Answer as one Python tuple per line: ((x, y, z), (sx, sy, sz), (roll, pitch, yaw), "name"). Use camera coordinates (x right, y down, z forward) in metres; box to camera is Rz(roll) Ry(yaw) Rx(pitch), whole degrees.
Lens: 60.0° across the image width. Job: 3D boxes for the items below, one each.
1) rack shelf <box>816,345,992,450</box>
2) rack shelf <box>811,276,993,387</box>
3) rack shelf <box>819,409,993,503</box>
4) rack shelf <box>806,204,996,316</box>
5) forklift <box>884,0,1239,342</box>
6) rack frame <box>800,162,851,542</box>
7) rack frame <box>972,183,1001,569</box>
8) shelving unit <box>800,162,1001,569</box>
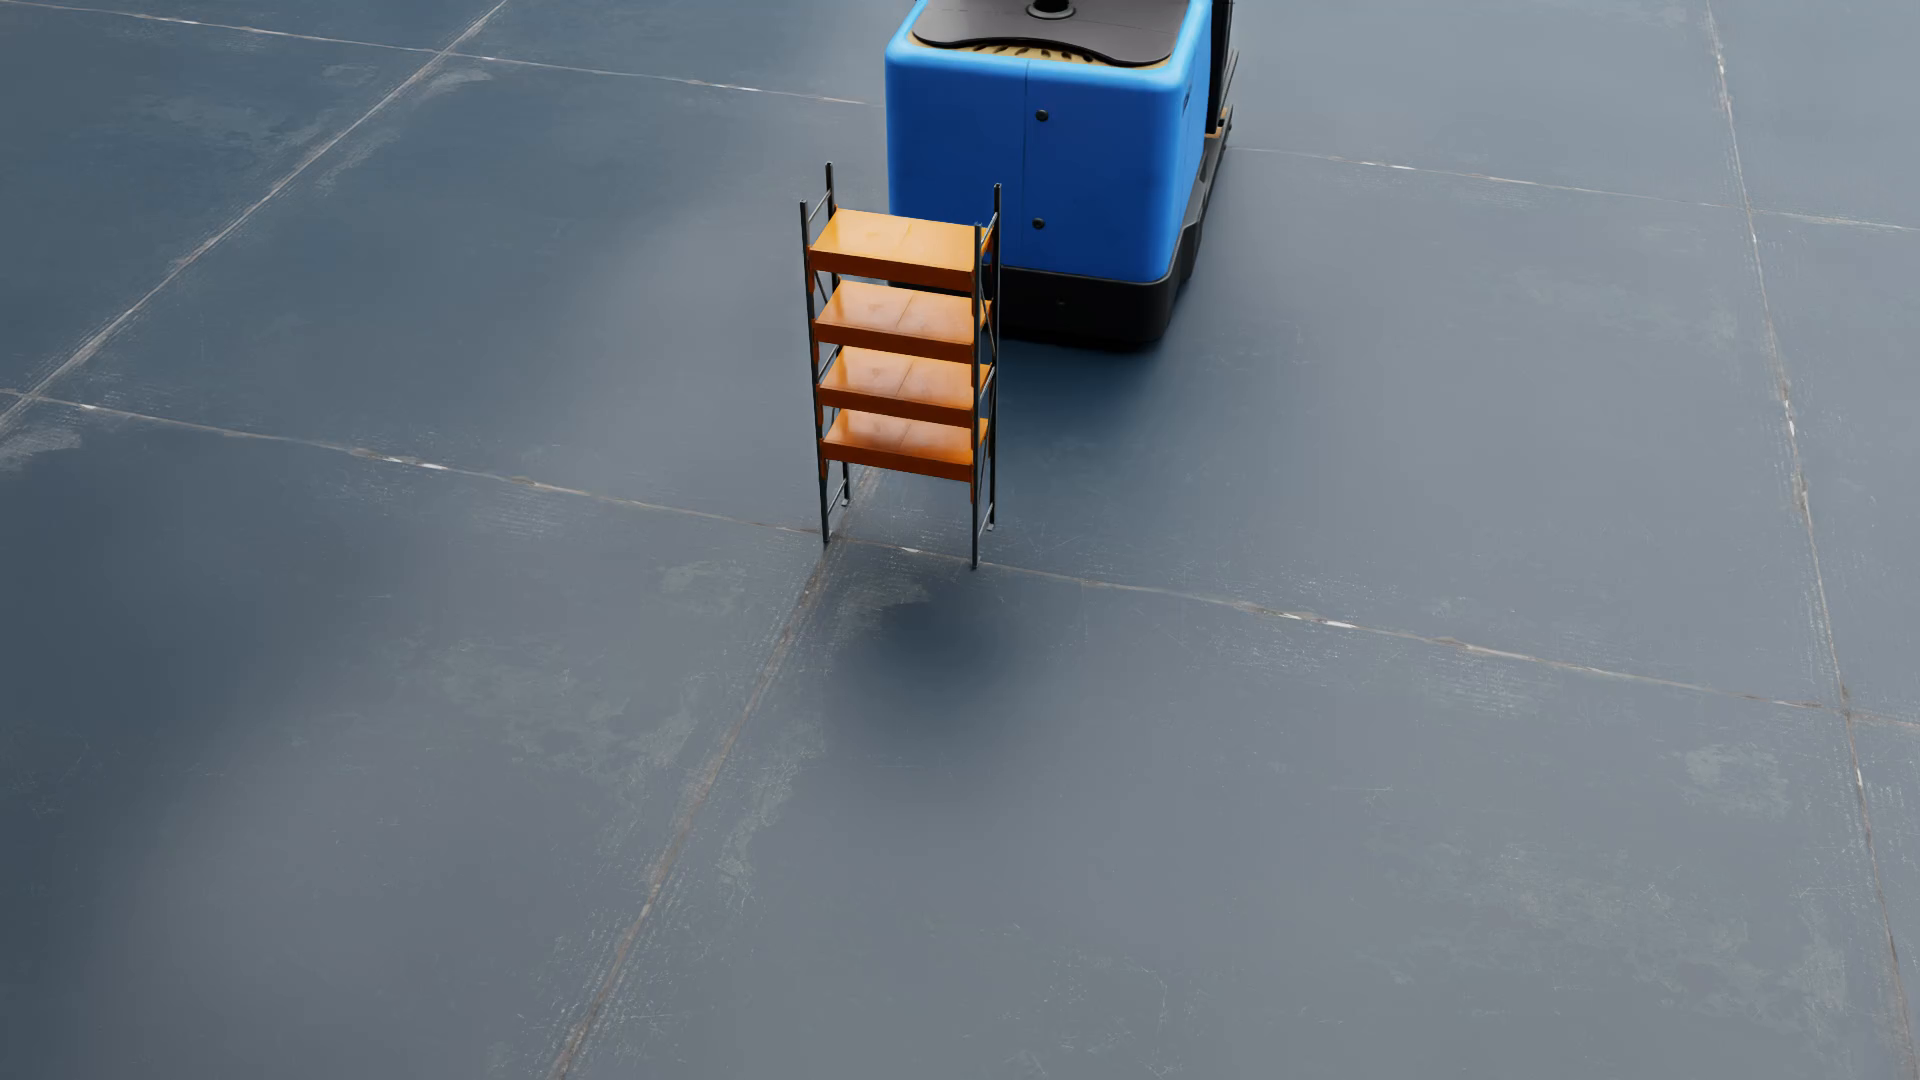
((-0.160, -0.435, 4.962), (0.480, 0.148, 0.258), (10, 41, 11), "rack shelf")
((-0.160, -0.607, 4.818), (0.480, 0.148, 0.258), (10, 41, 11), "rack shelf")
((-0.160, -0.283, 5.089), (0.480, 0.148, 0.258), (10, 41, 11), "rack shelf")
((-0.160, -0.788, 4.666), (0.480, 0.148, 0.258), (10, 41, 11), "rack shelf")
((0.582, -2.794, 6.320), (1.130, 2.935, 3.031), (9, 41, 11), "forklift")
((-0.396, -0.528, 4.967), (0.015, 1.200, 0.240), (10, 41, 11), "rack frame")
((0.076, -0.446, 4.870), (0.015, 1.200, 0.240), (10, 41, 11), "rack frame")
((-0.160, -0.487, 4.918), (0.503, 1.200, 0.258), (10, 41, 11), "shelving unit")
